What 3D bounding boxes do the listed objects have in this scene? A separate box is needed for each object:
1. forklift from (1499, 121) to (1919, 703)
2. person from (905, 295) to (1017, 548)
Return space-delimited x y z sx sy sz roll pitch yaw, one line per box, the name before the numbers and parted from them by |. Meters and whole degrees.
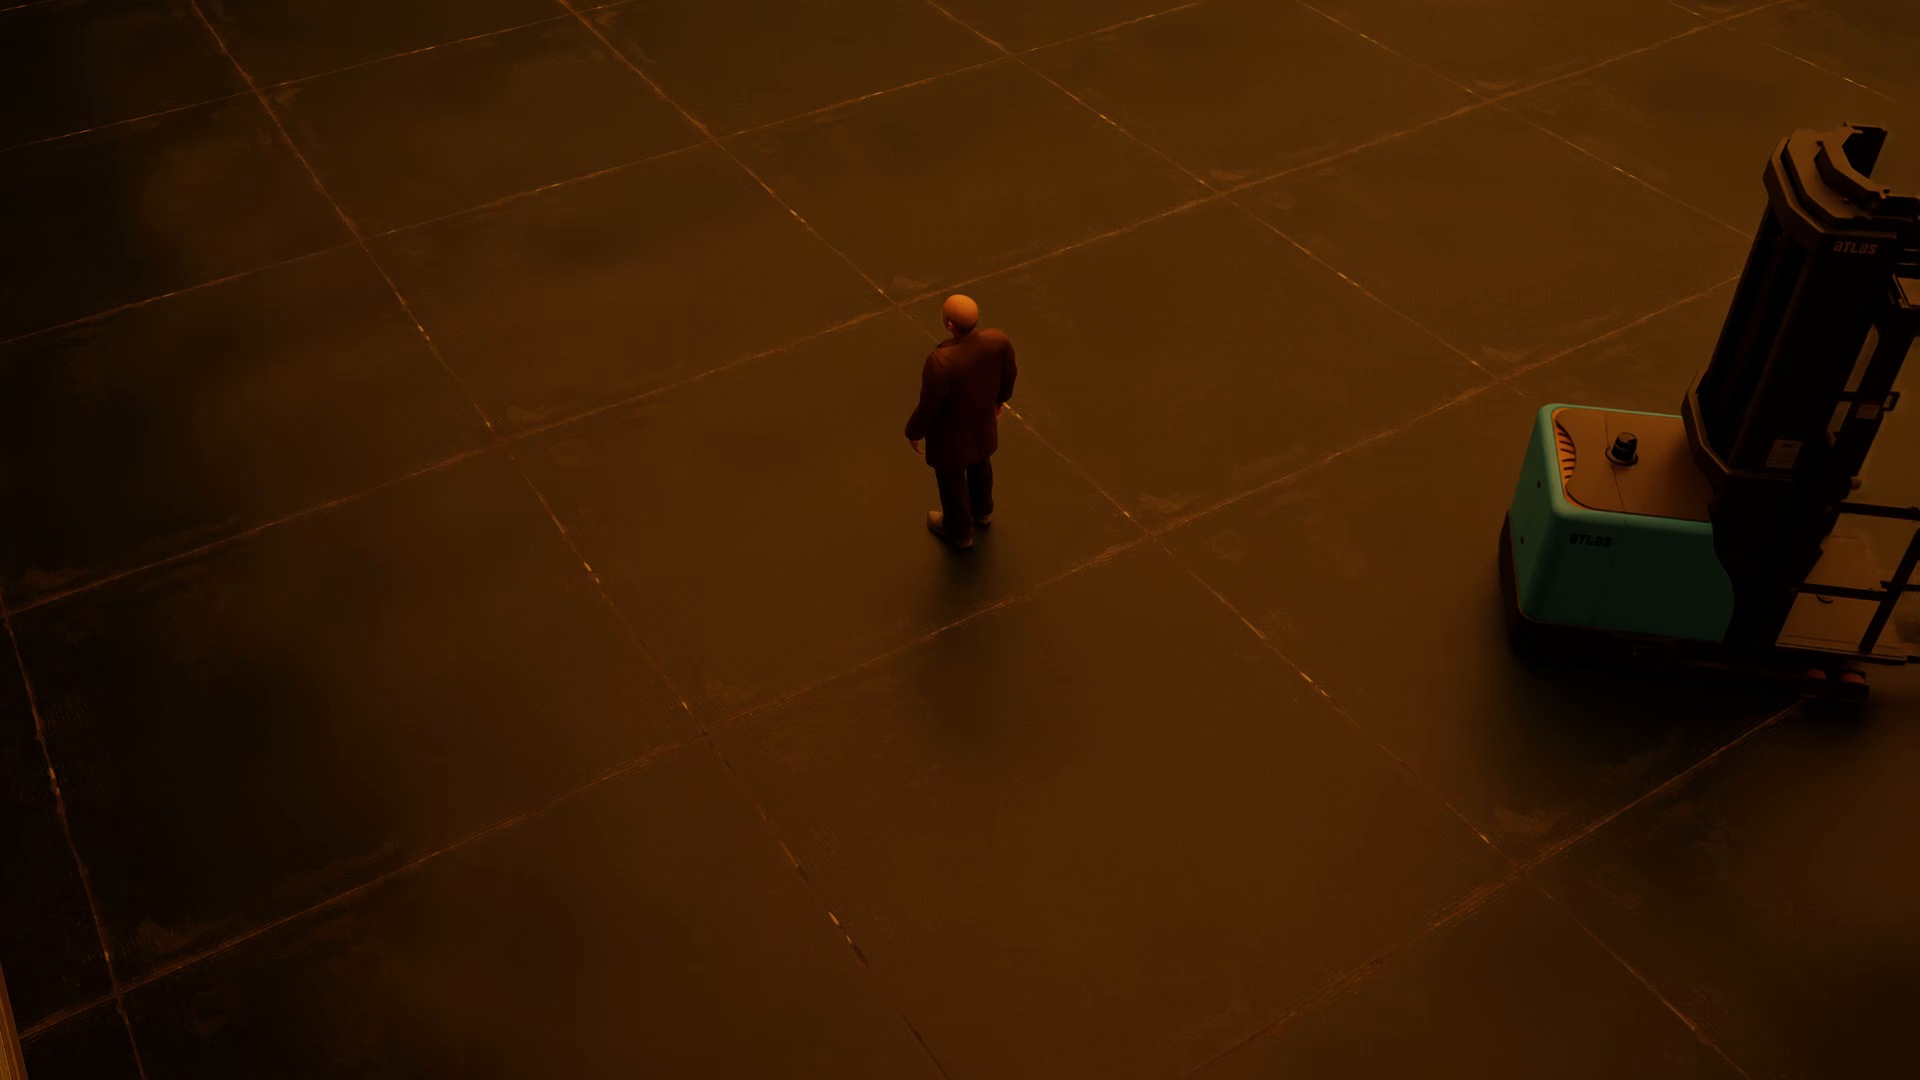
forklift | 4.655 -0.596 8.553 3.031 2.935 1.130 7 42 7
person | -0.046 -0.727 9.568 0.698 1.777 0.579 -23 46 -24
